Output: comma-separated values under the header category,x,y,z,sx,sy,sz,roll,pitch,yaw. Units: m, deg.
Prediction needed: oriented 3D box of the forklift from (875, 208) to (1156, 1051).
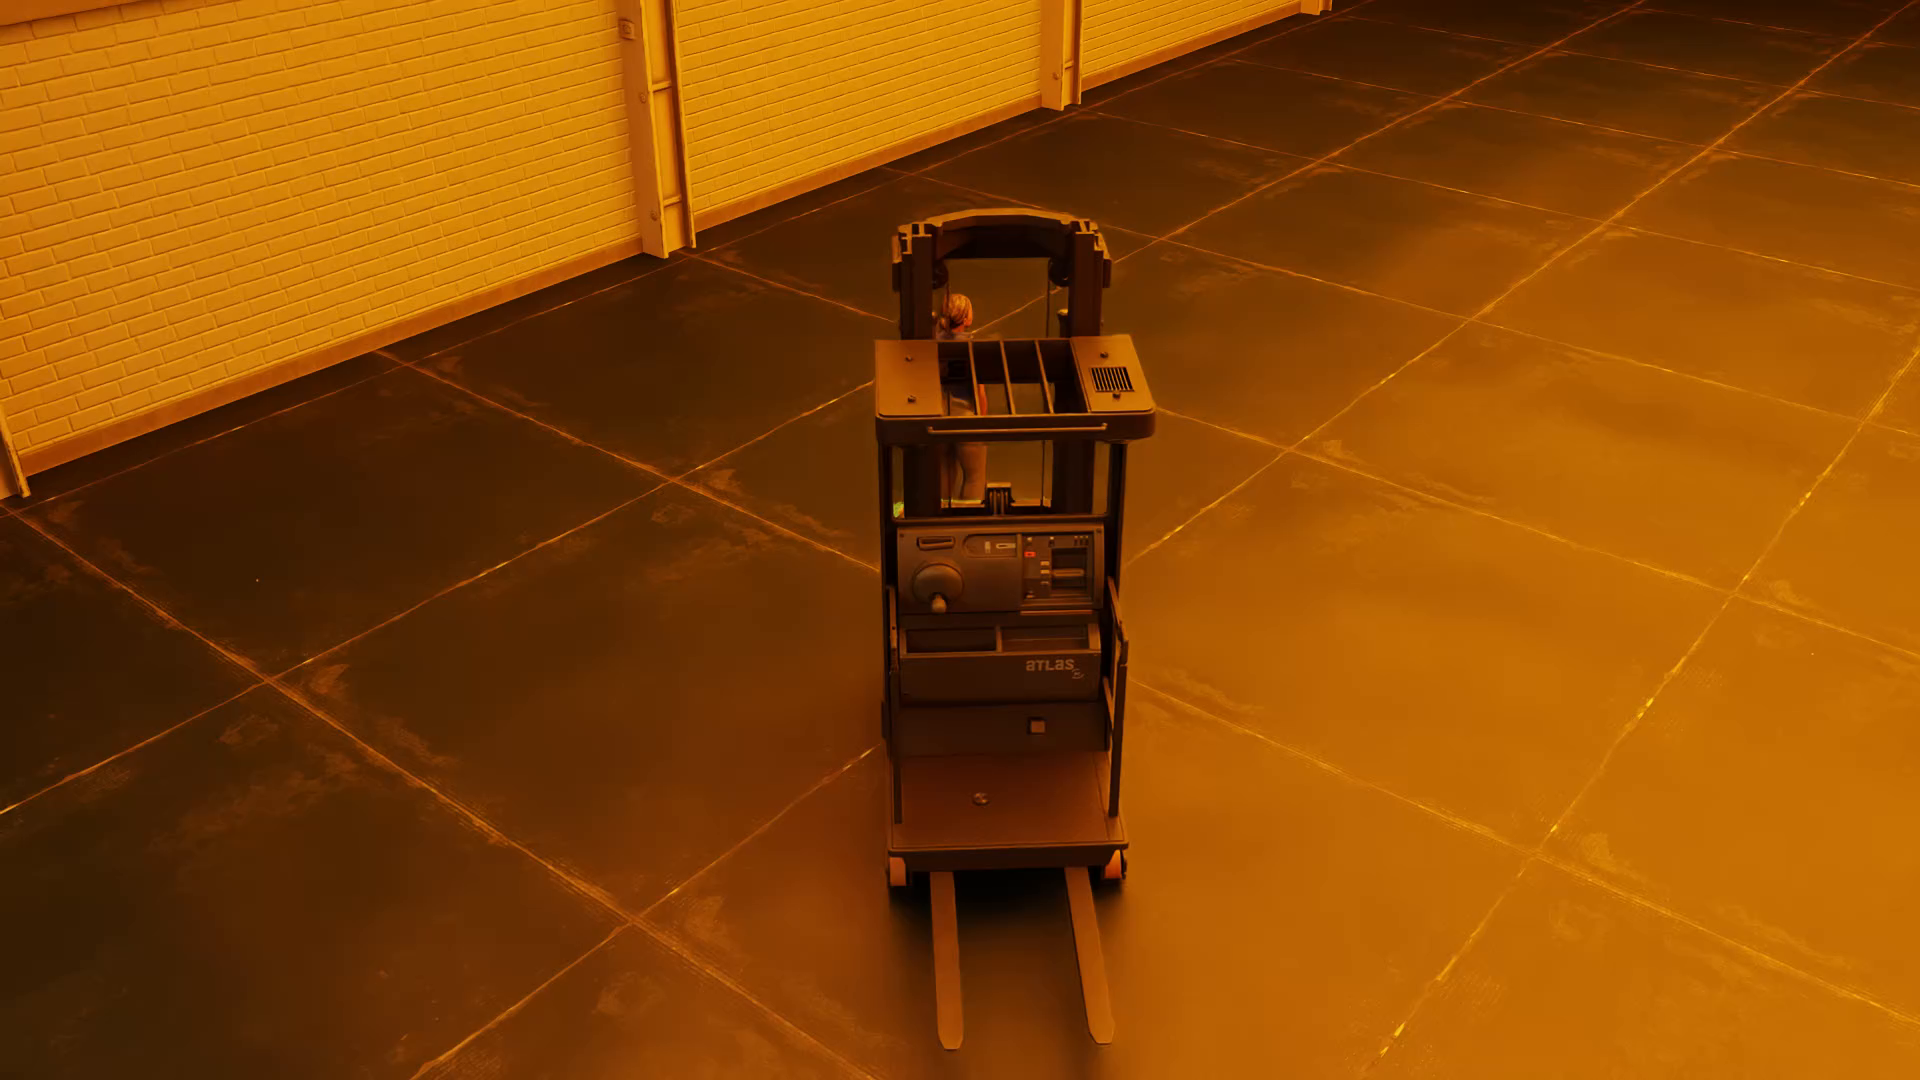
category,x,y,z,sx,sy,sz,roll,pitch,yaw
forklift,0.197,0.179,7.289,1.130,2.935,3.031,-1,30,-2

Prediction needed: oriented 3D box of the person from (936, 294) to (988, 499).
category,x,y,z,sx,sy,sz,roll,pitch,yaw
person,0.014,-0.718,10.091,0.451,1.660,0.335,22,37,33
